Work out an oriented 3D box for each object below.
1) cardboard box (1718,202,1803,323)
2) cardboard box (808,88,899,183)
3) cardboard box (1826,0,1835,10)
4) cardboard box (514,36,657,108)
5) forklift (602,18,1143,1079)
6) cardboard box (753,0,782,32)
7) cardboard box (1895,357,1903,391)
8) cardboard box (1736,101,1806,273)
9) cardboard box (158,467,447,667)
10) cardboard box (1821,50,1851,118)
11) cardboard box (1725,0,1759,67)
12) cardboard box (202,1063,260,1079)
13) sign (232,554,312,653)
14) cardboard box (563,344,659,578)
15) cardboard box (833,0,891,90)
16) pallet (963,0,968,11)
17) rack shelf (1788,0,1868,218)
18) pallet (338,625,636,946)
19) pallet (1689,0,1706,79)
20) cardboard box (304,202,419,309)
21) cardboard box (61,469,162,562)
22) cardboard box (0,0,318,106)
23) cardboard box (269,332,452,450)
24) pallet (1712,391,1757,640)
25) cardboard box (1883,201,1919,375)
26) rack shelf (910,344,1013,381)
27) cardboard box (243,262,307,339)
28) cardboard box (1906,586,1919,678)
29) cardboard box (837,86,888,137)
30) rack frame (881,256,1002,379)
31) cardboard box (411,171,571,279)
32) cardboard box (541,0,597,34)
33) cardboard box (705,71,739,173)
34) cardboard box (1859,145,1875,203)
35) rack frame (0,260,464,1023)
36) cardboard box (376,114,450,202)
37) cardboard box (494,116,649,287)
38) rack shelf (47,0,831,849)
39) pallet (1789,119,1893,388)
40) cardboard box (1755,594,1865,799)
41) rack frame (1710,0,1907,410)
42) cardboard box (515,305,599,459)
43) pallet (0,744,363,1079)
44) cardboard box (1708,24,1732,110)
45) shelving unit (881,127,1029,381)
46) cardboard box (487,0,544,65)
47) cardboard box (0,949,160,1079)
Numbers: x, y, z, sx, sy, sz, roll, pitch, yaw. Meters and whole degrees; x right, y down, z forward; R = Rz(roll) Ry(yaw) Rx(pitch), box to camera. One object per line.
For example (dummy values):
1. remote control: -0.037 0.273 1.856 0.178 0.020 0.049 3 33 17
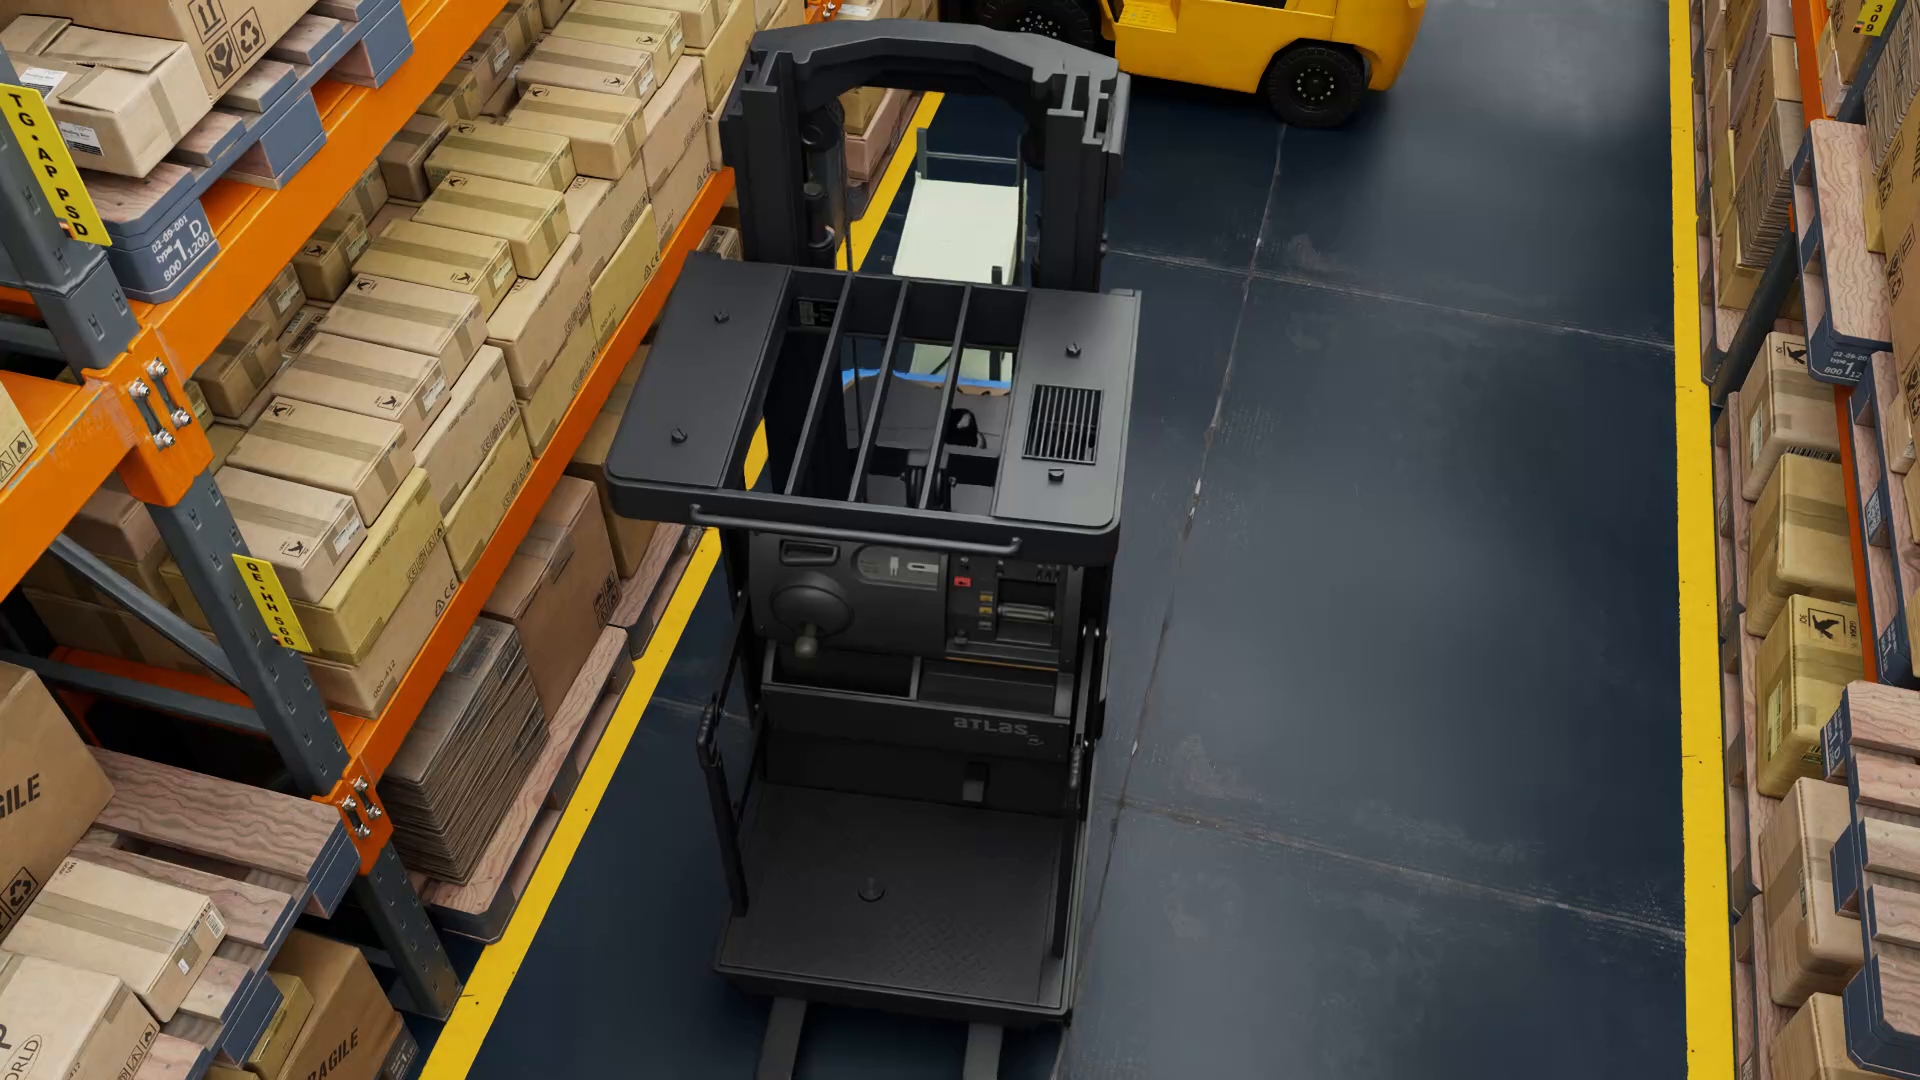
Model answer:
1. cardboard box: 3.633 -1.221 7.300 0.500 0.250 0.500 14 50 12
2. cardboard box: -0.606 -2.002 7.989 0.500 0.250 0.500 12 50 10
3. cardboard box: 3.743 -2.387 6.510 0.500 0.500 0.500 13 50 11
4. cardboard box: -1.236 -1.515 5.506 0.380 0.149 0.250 12 50 10
5. forklift: -0.154 0.272 4.474 1.130 2.935 3.031 6 49 5
6. cardboard box: -0.935 -2.198 6.375 0.500 0.250 0.500 11 49 9
7. cardboard box: 3.037 -0.474 4.974 0.380 0.149 0.250 12 50 10
8. cardboard box: 3.634 -1.469 7.019 0.500 0.500 0.500 11 49 10
9. cardboard box: -1.729 0.022 4.416 0.500 0.250 0.500 12 50 10
10. cardboard box: 3.528 -1.721 6.354 0.380 0.149 0.250 11 50 10
11. cardboard box: 4.032 -2.595 8.012 0.500 0.500 0.500 12 50 11
12. cardboard box: -2.033 1.490 4.308 0.380 0.149 0.250 9 49 8
13. sign: -1.579 0.149 3.818 0.100 0.325 0.005 12 50 10
14. cardboard box: -1.587 -0.358 6.288 0.875 0.625 0.625 10 49 8
15. cardboard box: -0.623 -2.336 7.617 0.500 0.250 0.500 11 49 9
16. pallet: -0.484 -3.018 9.191 1.003 0.211 1.213 12 50 10
17. rack shelf: 4.263 -2.720 7.548 1.077 0.370 4.000 12 50 10
18. pallet: -1.851 0.740 5.875 1.003 0.211 1.213 12 50 10
19. pallet: 4.522 -2.846 9.040 1.003 0.211 1.213 12 50 10
20. cardboard box: -1.988 -0.822 5.161 0.500 0.250 0.500 11 50 10
21. cardboard box: -2.215 -0.118 4.273 0.380 0.149 0.250 13 50 11
22. cardboard box: -1.680 -1.268 3.374 0.500 0.500 0.500 12 50 10
23. cardboard box: -1.625 -0.399 4.521 0.380 0.149 0.250 13 50 11
24. pallet: 3.534 -0.025 6.550 1.003 0.211 1.213 12 50 10
25. cardboard box: 3.062 -0.782 4.813 0.500 0.500 0.500 11 50 10
26. rack shelf: -0.009 -0.471 6.519 0.431 0.370 0.720 6 49 5
27. cardboard box: -2.130 -0.696 4.783 0.380 0.149 0.250 11 49 9
28. cardboard box: 2.700 0.261 4.325 0.380 0.149 0.250 12 50 11
29. cardboard box: -0.627 -2.172 7.805 0.500 0.250 0.500 11 50 10
30. rack frame: -0.060 -0.415 6.035 0.400 1.500 0.023 6 49 5
31. cardboard box: -1.408 -0.951 5.008 0.380 0.149 0.250 13 50 11
32. cardboard box: -1.576 -1.926 6.134 0.500 0.250 0.500 11 50 10
33. cardboard box: -1.060 -1.658 6.231 0.500 0.250 0.500 11 50 10
34. cardboard box: 3.287 -1.230 5.641 0.380 0.149 0.250 12 50 11
35. rack frame: -2.105 0.405 4.311 1.000 3.000 0.127 12 50 10
36. cardboard box: -1.830 -1.232 5.256 0.380 0.149 0.250 13 50 11
37. cardboard box: -1.355 -1.095 5.401 0.500 0.250 0.500 12 50 11
38. rack shelf: -1.579 -0.803 5.857 1.077 0.370 4.000 12 50 10
39. pallet: 3.396 -0.924 5.611 1.003 0.211 1.213 12 50 10
40. cardboard box: 3.234 0.623 5.591 0.950 0.372 0.625 13 50 11
41. rack frame: 3.737 -1.511 6.002 1.000 3.000 0.127 12 50 10
42. cardboard box: -1.487 -0.555 5.258 0.500 0.250 0.500 10 49 9
43. pallet: -2.216 0.973 3.938 1.213 0.211 1.003 12 50 10
44. cardboard box: 4.038 -2.340 8.287 0.500 0.250 0.500 15 50 13
45. shelving unit: -0.009 -0.687 6.275 0.431 1.500 0.755 6 49 5
46. cardboard box: -1.677 -1.796 5.754 0.380 0.149 0.250 12 50 10
47. cardboard box: -2.071 1.143 3.479 0.500 0.250 0.500 9 49 8
